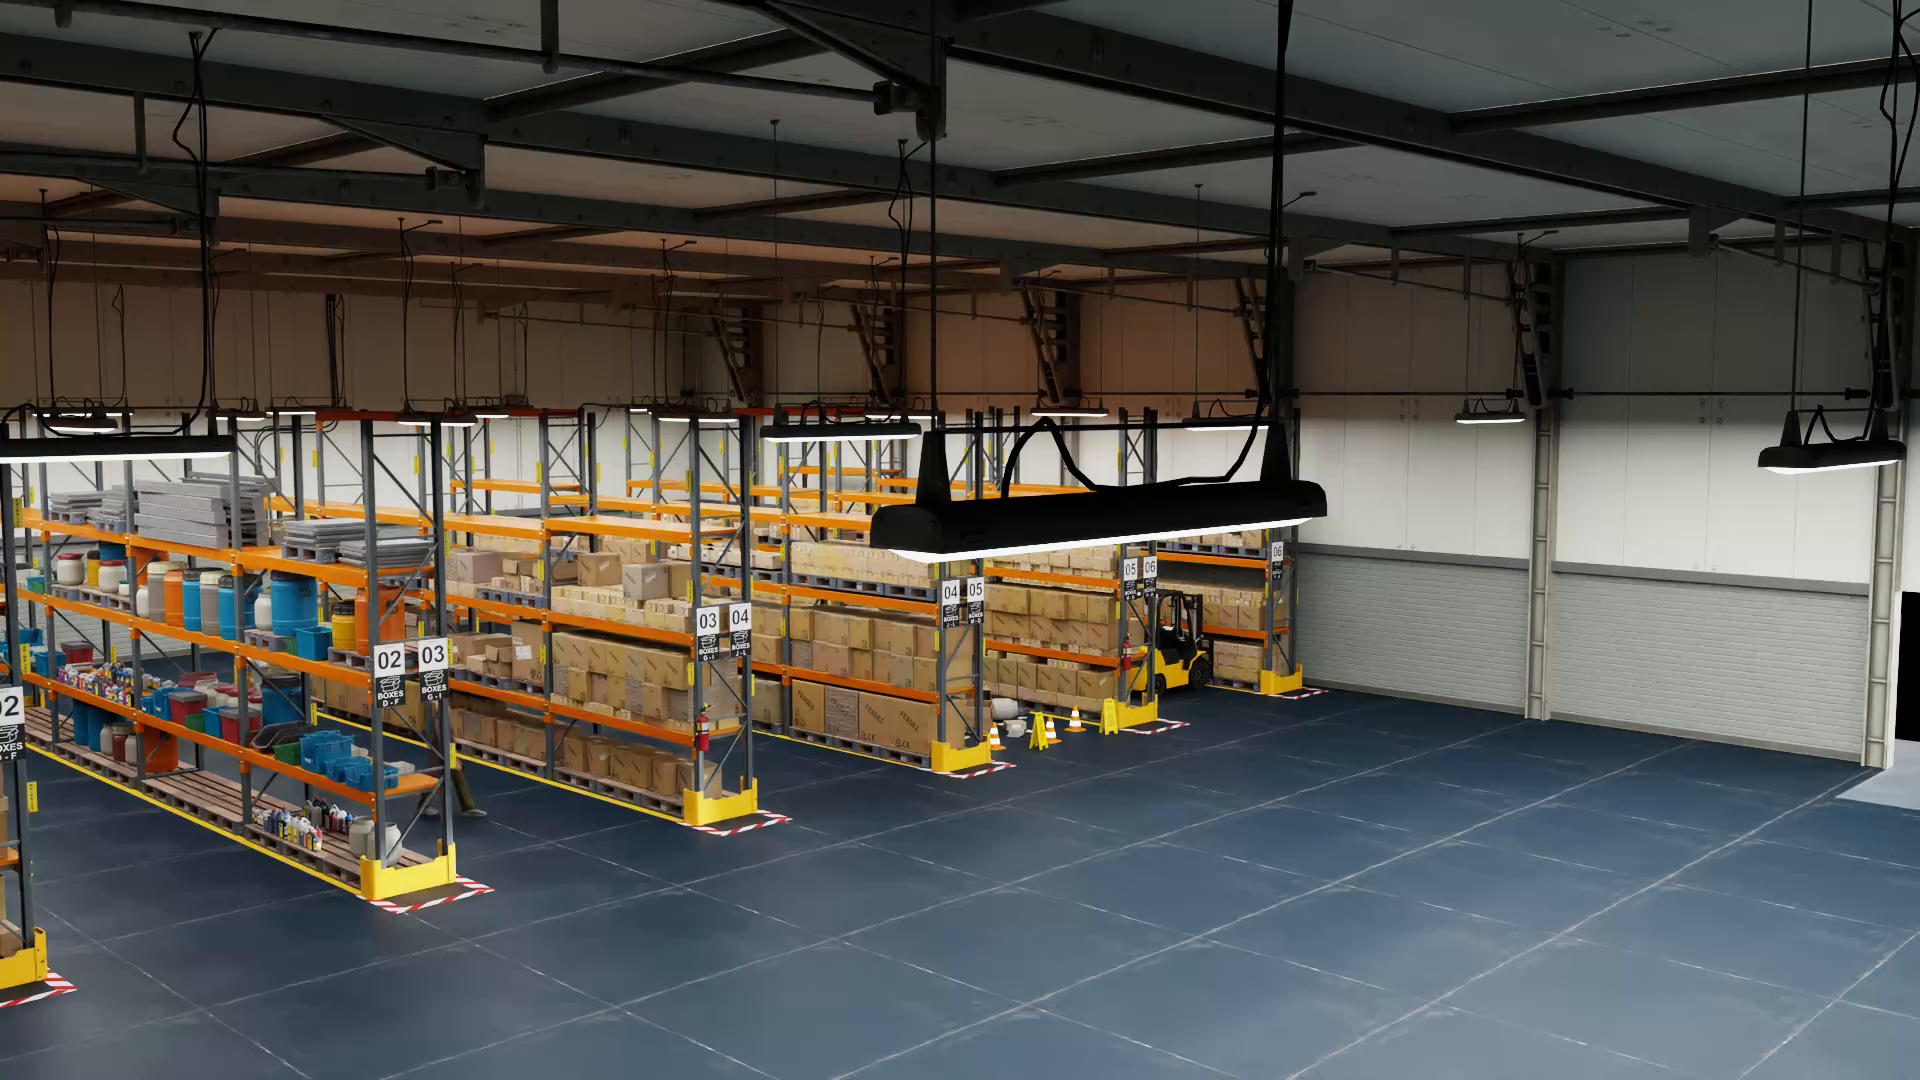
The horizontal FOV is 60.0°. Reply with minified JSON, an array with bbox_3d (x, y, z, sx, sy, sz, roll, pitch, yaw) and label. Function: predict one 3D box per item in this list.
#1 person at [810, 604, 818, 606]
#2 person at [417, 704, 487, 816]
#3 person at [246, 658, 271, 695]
[{"bbox_3d":[-3.122,2.262,35.882,0.595,1.787,0.363,3,6,33],"label":"person"},{"bbox_3d":[-7.625,3.261,24.724,1.097,1.720,0.535,2,6,24],"label":"person"},{"bbox_3d":[-13.345,2.748,31.607,0.562,1.536,0.911,-5,7,-43],"label":"person"}]
